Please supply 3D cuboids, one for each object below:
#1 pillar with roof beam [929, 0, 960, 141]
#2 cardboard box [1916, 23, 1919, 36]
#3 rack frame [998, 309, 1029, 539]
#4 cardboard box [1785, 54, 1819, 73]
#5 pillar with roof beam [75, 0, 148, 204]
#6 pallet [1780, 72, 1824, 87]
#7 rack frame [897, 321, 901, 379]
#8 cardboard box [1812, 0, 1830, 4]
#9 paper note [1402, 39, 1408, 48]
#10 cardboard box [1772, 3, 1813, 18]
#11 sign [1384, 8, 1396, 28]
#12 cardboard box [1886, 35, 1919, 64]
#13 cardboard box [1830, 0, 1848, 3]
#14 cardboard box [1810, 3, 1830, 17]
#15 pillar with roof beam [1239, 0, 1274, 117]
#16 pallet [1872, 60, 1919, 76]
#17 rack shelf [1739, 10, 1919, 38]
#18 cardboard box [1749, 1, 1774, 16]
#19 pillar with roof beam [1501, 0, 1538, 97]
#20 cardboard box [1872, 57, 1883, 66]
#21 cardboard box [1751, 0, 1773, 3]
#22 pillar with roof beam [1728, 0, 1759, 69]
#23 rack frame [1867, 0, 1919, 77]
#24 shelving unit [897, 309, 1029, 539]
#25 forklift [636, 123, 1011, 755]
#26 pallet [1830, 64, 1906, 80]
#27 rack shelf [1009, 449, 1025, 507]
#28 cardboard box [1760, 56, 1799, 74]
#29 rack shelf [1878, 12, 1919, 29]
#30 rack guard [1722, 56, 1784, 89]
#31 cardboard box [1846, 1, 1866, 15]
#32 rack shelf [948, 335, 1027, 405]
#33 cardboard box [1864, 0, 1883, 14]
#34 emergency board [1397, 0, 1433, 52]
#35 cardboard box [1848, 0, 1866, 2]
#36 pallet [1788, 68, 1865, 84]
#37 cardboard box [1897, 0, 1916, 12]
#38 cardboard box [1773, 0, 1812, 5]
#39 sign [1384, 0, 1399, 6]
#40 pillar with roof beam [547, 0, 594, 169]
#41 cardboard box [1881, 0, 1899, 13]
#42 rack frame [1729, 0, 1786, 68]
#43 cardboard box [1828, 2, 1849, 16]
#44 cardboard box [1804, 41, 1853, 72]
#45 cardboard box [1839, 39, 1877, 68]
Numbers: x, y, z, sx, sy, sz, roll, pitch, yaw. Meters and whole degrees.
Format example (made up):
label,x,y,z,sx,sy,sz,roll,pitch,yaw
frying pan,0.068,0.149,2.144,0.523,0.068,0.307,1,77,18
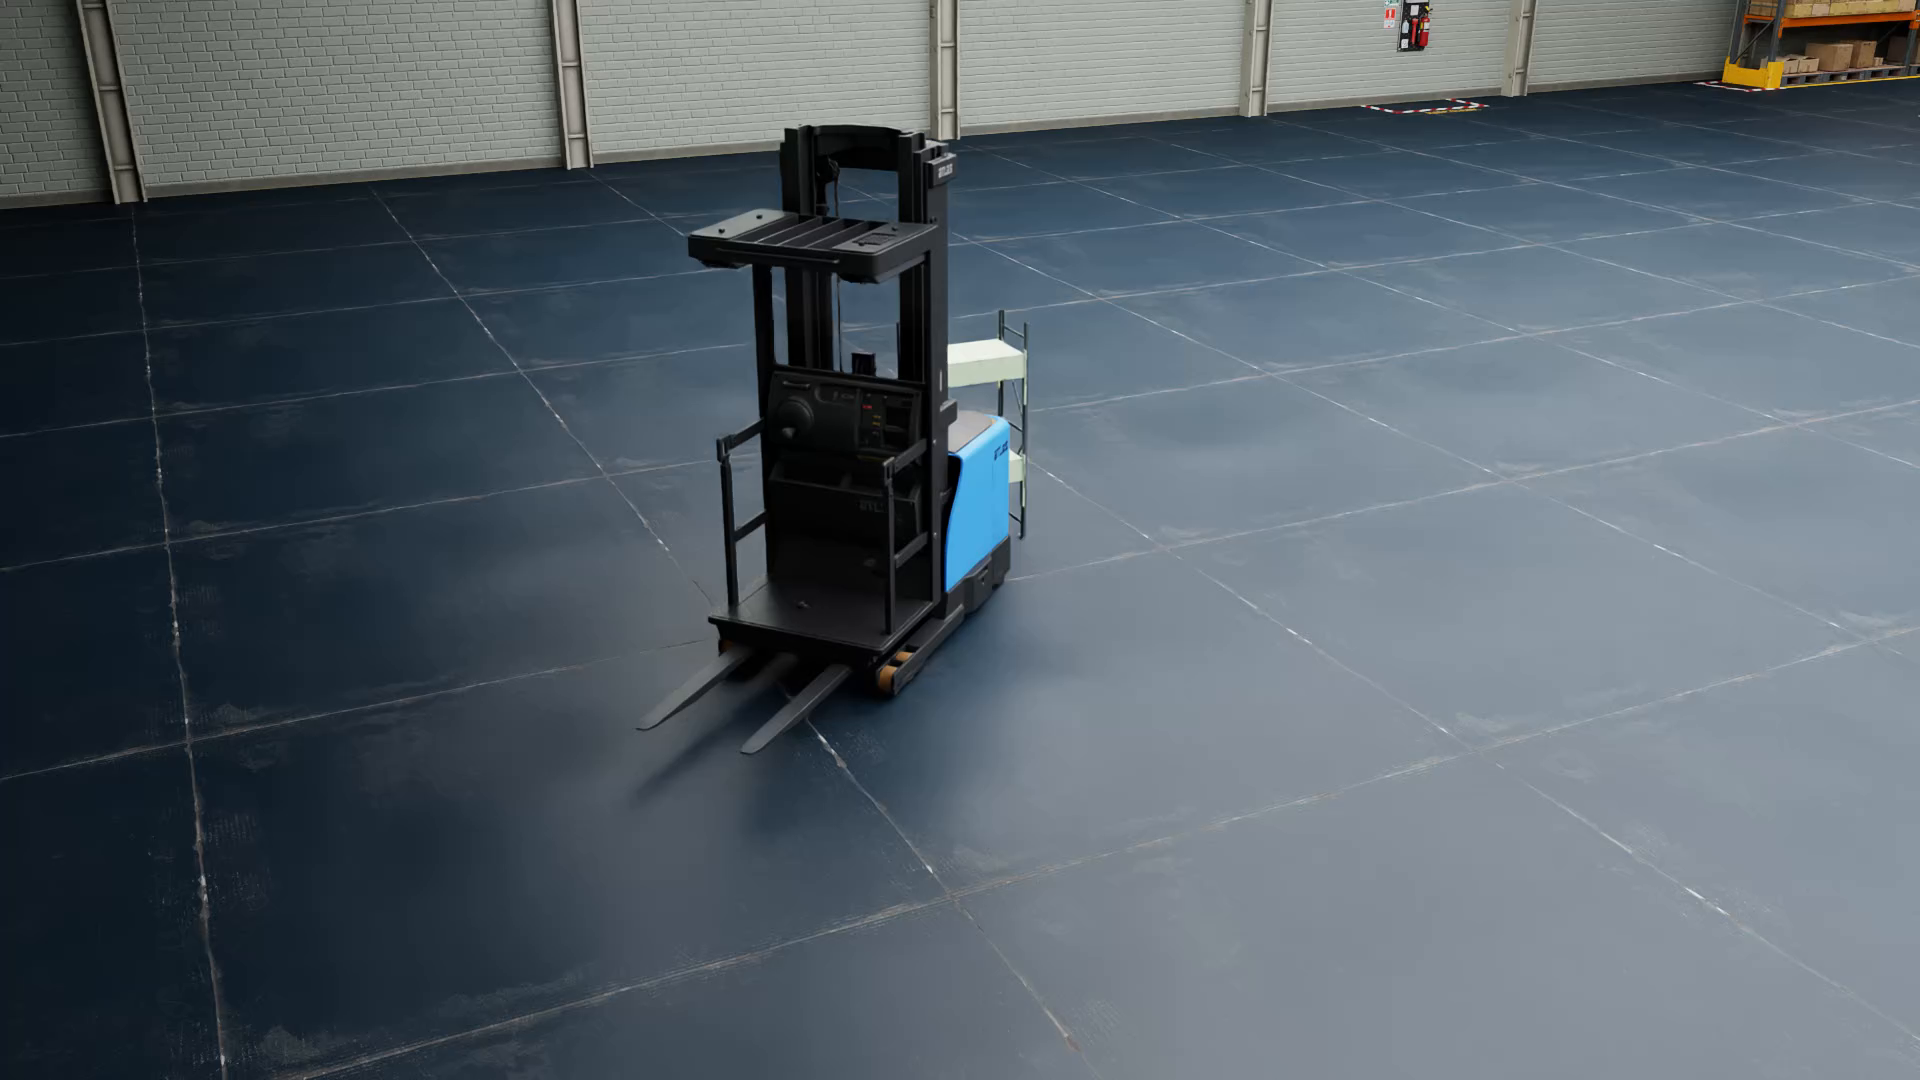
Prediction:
label,x,y,z,sx,sy,sz,roll,pitch,yaw
pillar with roof beam,1.627,-9.187,21.678,0.400,9.000,9.100,-10,25,-24
cardboard box,20.379,-10.731,34.964,0.500,0.250,0.500,-11,25,-25
rack frame,0.353,-0.769,11.148,0.023,1.500,0.400,-10,25,-23
cardboard box,16.899,-9.609,33.483,0.500,0.311,0.500,-8,24,-19
pillar with roof beam,-9.186,-7.196,16.869,0.400,9.000,9.100,-10,25,-24
pallet,16.539,-9.317,33.482,1.213,0.211,1.003,-10,25,-24
rack frame,-0.312,-0.652,10.864,0.023,1.500,0.400,-10,25,-23
cardboard box,16.733,-10.811,32.634,0.500,0.500,0.500,-10,25,-23
paper note,8.140,-9.080,30.415,0.142,0.148,0.016,-10,25,-24
cardboard box,16.301,-10.382,32.578,0.500,0.250,0.500,-11,25,-25
sign,7.786,-9.453,30.117,0.234,0.329,0.001,-10,25,-24
cardboard box,19.984,-10.310,34.928,0.500,0.500,0.700,-10,24,-22
cardboard box,17.202,-10.894,32.836,0.500,0.500,0.500,-11,25,-25
cardboard box,16.762,-10.473,32.798,0.500,0.250,0.500,-11,25,-25
pillar with roof beam,7.033,-10.182,24.082,0.400,9.000,9.100,-10,25,-24
pallet,20.028,-9.975,35.071,1.213,0.211,1.003,-10,25,-24
rack shelf,17.525,-10.470,33.561,4.000,0.370,1.077,-10,25,-24
cardboard box,16.060,-10.554,32.996,0.500,0.250,0.500,-10,25,-23
pillar with roof beam,12.440,-11.177,26.487,0.400,9.000,9.100,-10,25,-24
cardboard box,18.858,-9.929,34.443,0.250,0.166,0.380,-14,26,-30
cardboard box,16.056,-10.908,32.869,0.500,0.500,0.500,-11,25,-24
pillar with roof beam,17.846,-12.173,28.891,0.400,9.000,9.100,-10,25,-24
rack frame,19.327,-11.134,34.225,0.127,3.000,1.000,-10,25,-24
shelving unit,0.020,-0.711,11.006,0.755,1.500,0.431,-10,25,-23
forklift,-0.729,-0.681,9.063,1.130,2.935,3.031,9,24,22
pallet,18.738,-9.722,34.460,1.213,0.211,1.003,-10,25,-24
rack shelf,0.020,-0.409,11.130,0.720,0.370,0.431,-10,25,-23
cardboard box,16.386,-9.515,33.254,0.500,0.311,0.500,-14,26,-30
rack shelf,21.130,-11.133,35.164,4.000,0.370,1.077,-10,25,-24
rack guard,15.792,-9.328,33.131,0.348,0.500,1.175,-10,25,-24
cardboard box,17.680,-10.638,33.198,0.500,0.250,0.500,-10,25,-23
rack shelf,0.020,-1.071,10.856,0.720,0.370,0.431,-10,25,-23
cardboard box,18.133,-10.722,33.400,0.500,0.250,0.500,-11,25,-24
emergency board,8.329,-9.492,30.260,0.643,1.169,0.194,-10,25,-24
cardboard box,17.662,-10.984,33.053,0.500,0.500,0.500,-10,24,-22
pallet,17.637,-9.518,33.967,1.213,0.211,1.003,-10,25,-24
cardboard box,19.032,-10.891,33.808,0.500,0.250,0.500,-10,25,-23
cardboard box,16.284,-10.732,32.445,0.500,0.500,0.500,-10,25,-24
sign,7.794,-9.695,30.010,0.331,0.109,0.001,-10,25,-24
pillar with roof beam,-3.779,-8.192,19.274,0.400,9.000,9.100,-10,25,-24
cardboard box,18.580,-10.811,33.615,0.500,0.250,0.500,-10,25,-23
rack frame,15.723,-10.470,32.622,0.127,3.000,1.000,-10,25,-24
cardboard box,17.224,-10.555,32.997,0.500,0.250,0.500,-11,25,-24
cardboard box,17.582,-9.801,33.699,0.500,0.500,0.700,-12,25,-27
cardboard box,18.410,-9.996,34.170,0.500,0.500,0.500,-12,26,-28
